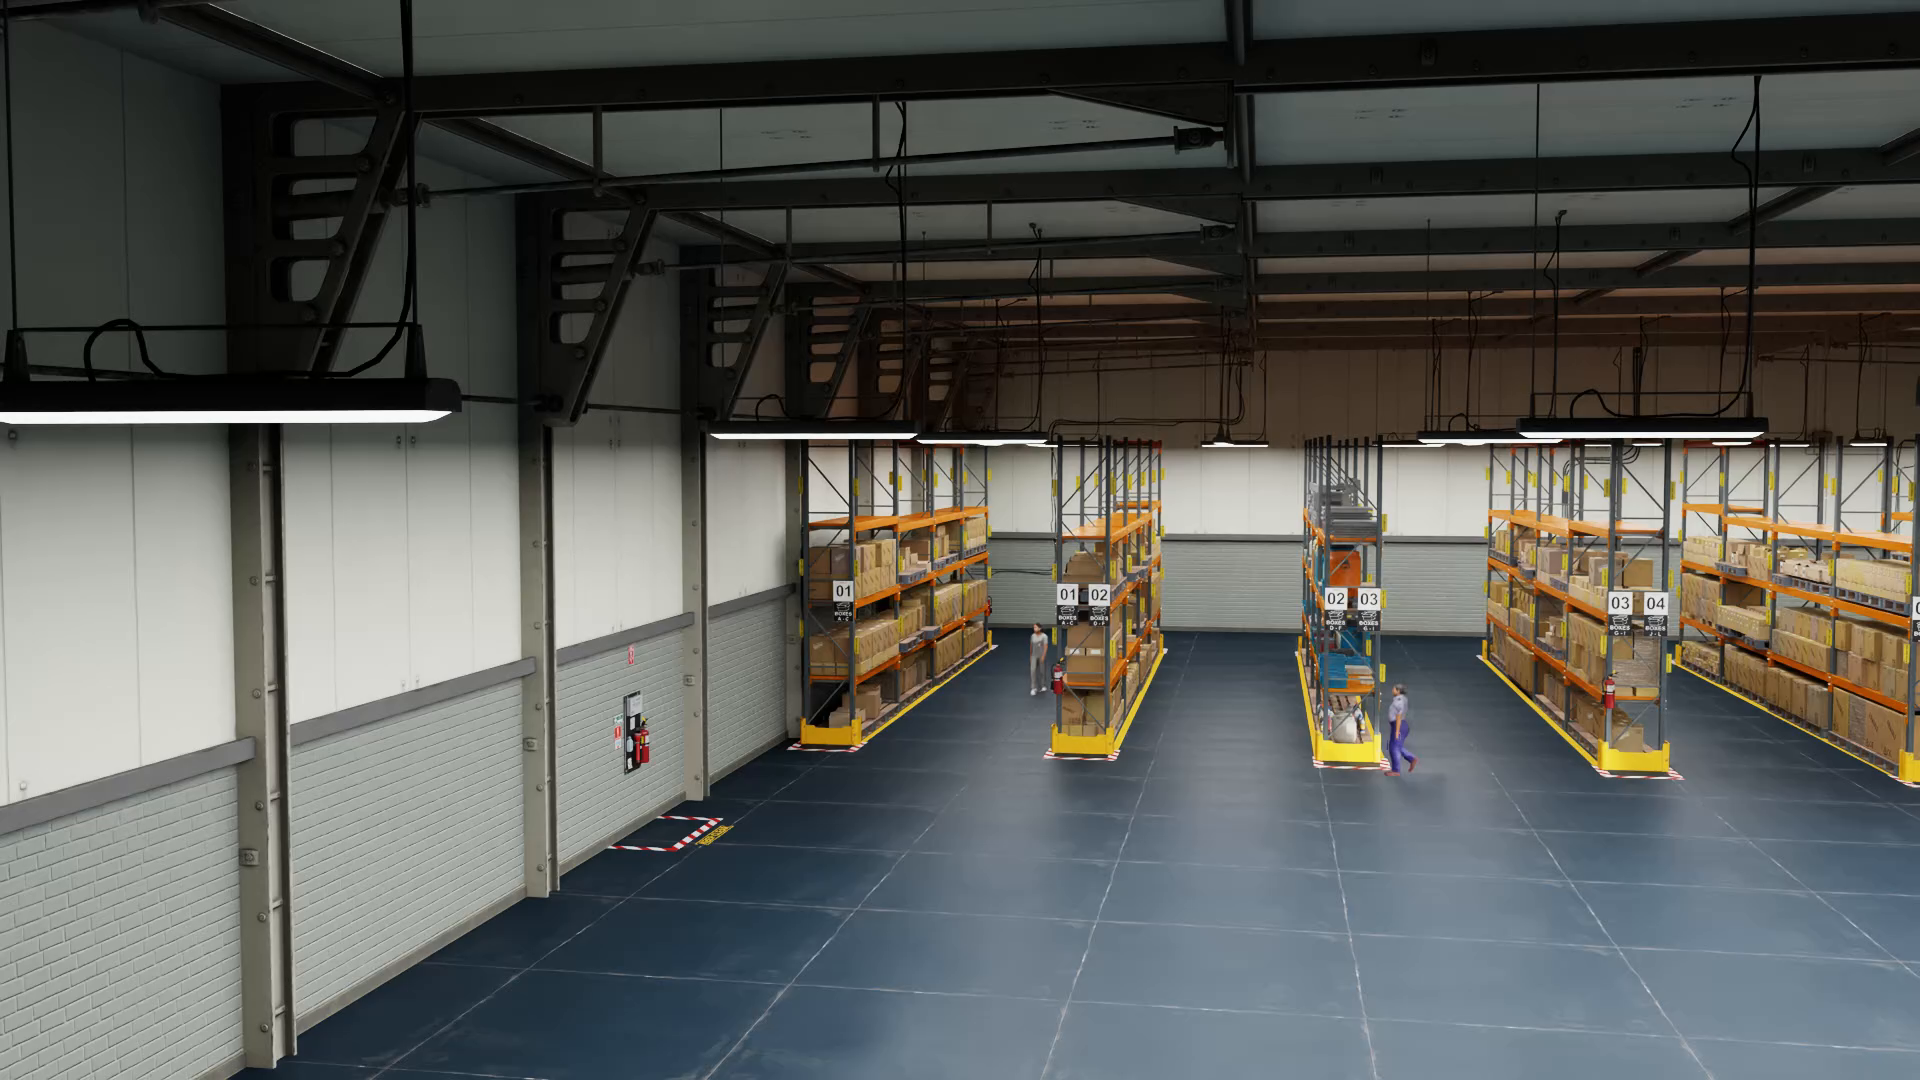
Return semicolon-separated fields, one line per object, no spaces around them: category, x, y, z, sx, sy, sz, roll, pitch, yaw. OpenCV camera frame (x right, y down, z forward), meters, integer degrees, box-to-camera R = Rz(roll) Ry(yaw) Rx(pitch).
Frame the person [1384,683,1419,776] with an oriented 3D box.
person;7.728;3.312;29.096;0.593;1.630;0.487;1;3;11

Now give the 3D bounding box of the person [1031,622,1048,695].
person;1.837;2.769;39.159;0.475;1.652;0.841;1;3;22
